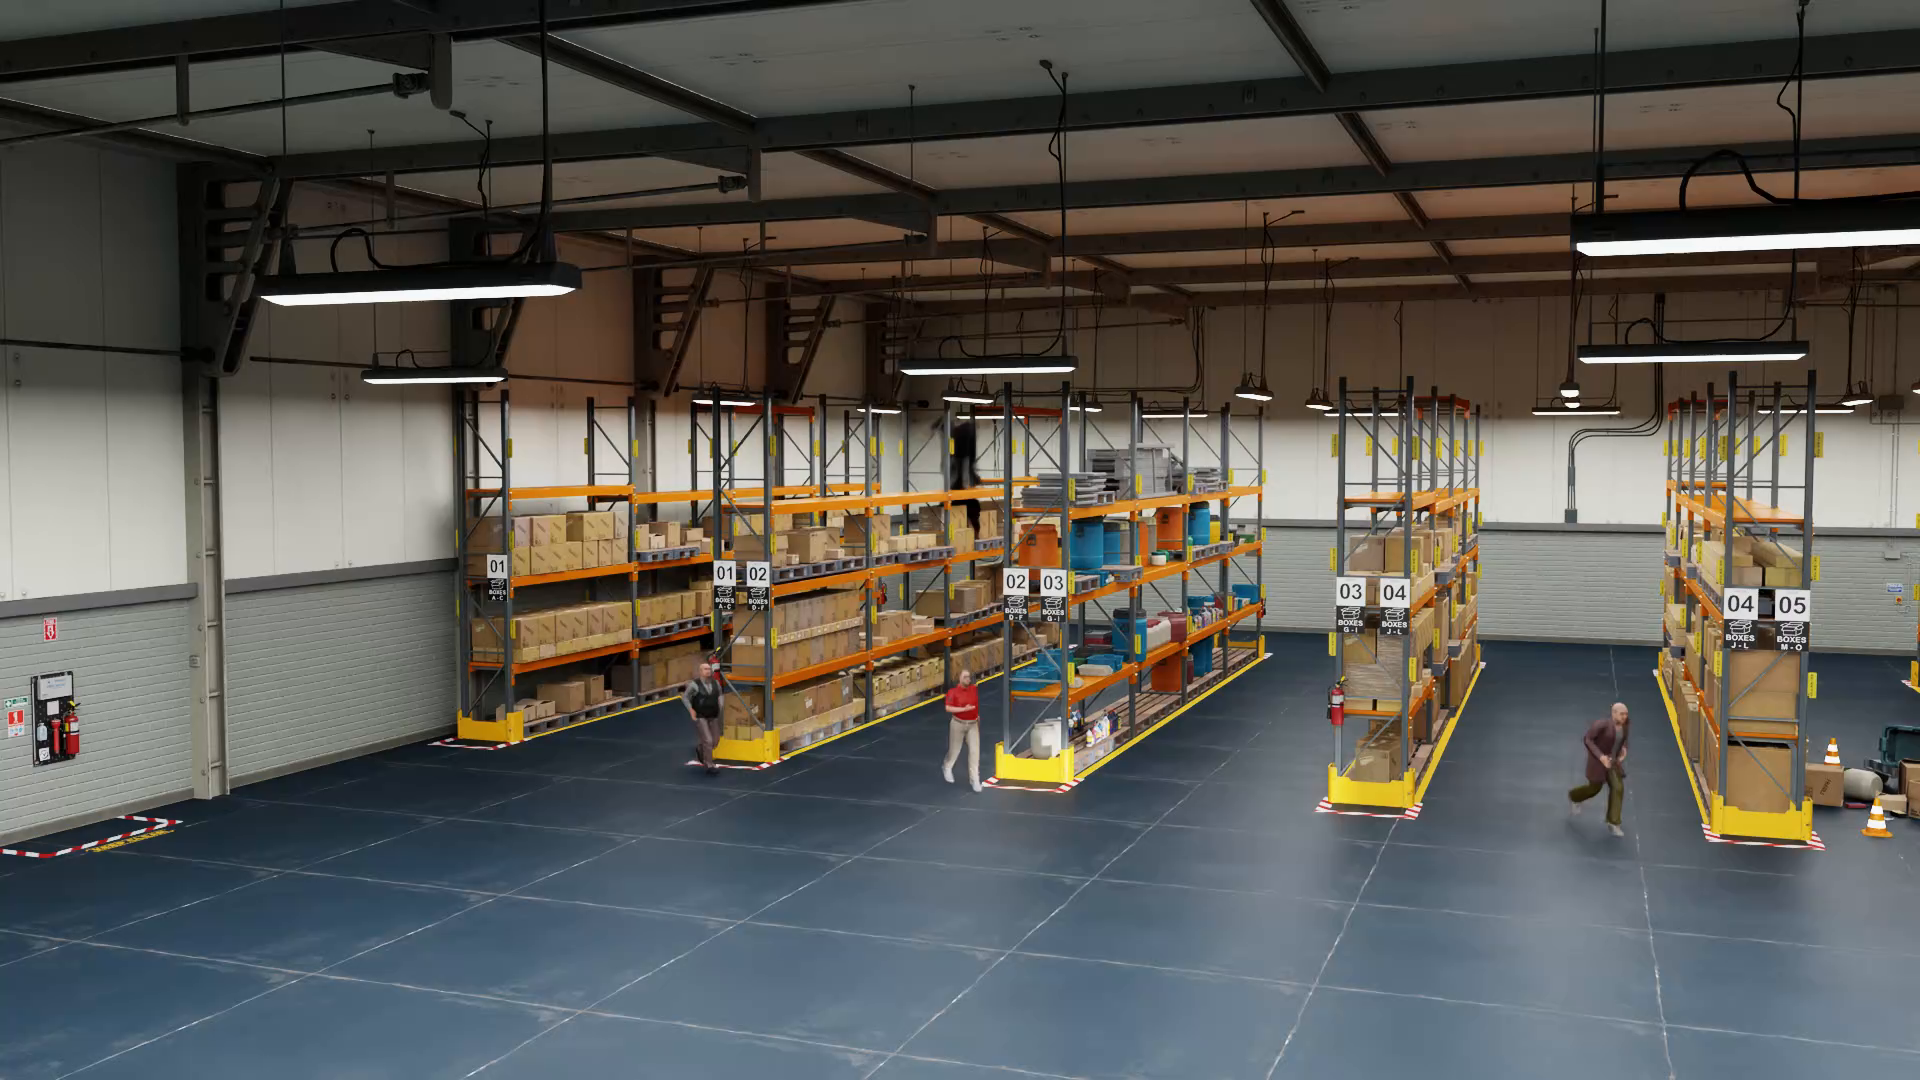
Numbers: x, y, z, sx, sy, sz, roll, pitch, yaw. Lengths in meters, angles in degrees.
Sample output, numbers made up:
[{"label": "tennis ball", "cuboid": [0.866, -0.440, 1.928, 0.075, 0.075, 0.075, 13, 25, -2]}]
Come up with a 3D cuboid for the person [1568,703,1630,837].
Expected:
[{"label": "person", "cuboid": [8.429, 2.961, 21.930, 0.742, 1.738, 1.081, -1, 3, -23]}]

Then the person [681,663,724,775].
[{"label": "person", "cuboid": [-3.946, 2.739, 25.650, 0.661, 1.693, 0.772, -2, 4, -37]}]

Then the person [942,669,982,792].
[{"label": "person", "cuboid": [0.039, 2.768, 24.496, 0.650, 1.747, 0.959, -2, 4, -26]}]
